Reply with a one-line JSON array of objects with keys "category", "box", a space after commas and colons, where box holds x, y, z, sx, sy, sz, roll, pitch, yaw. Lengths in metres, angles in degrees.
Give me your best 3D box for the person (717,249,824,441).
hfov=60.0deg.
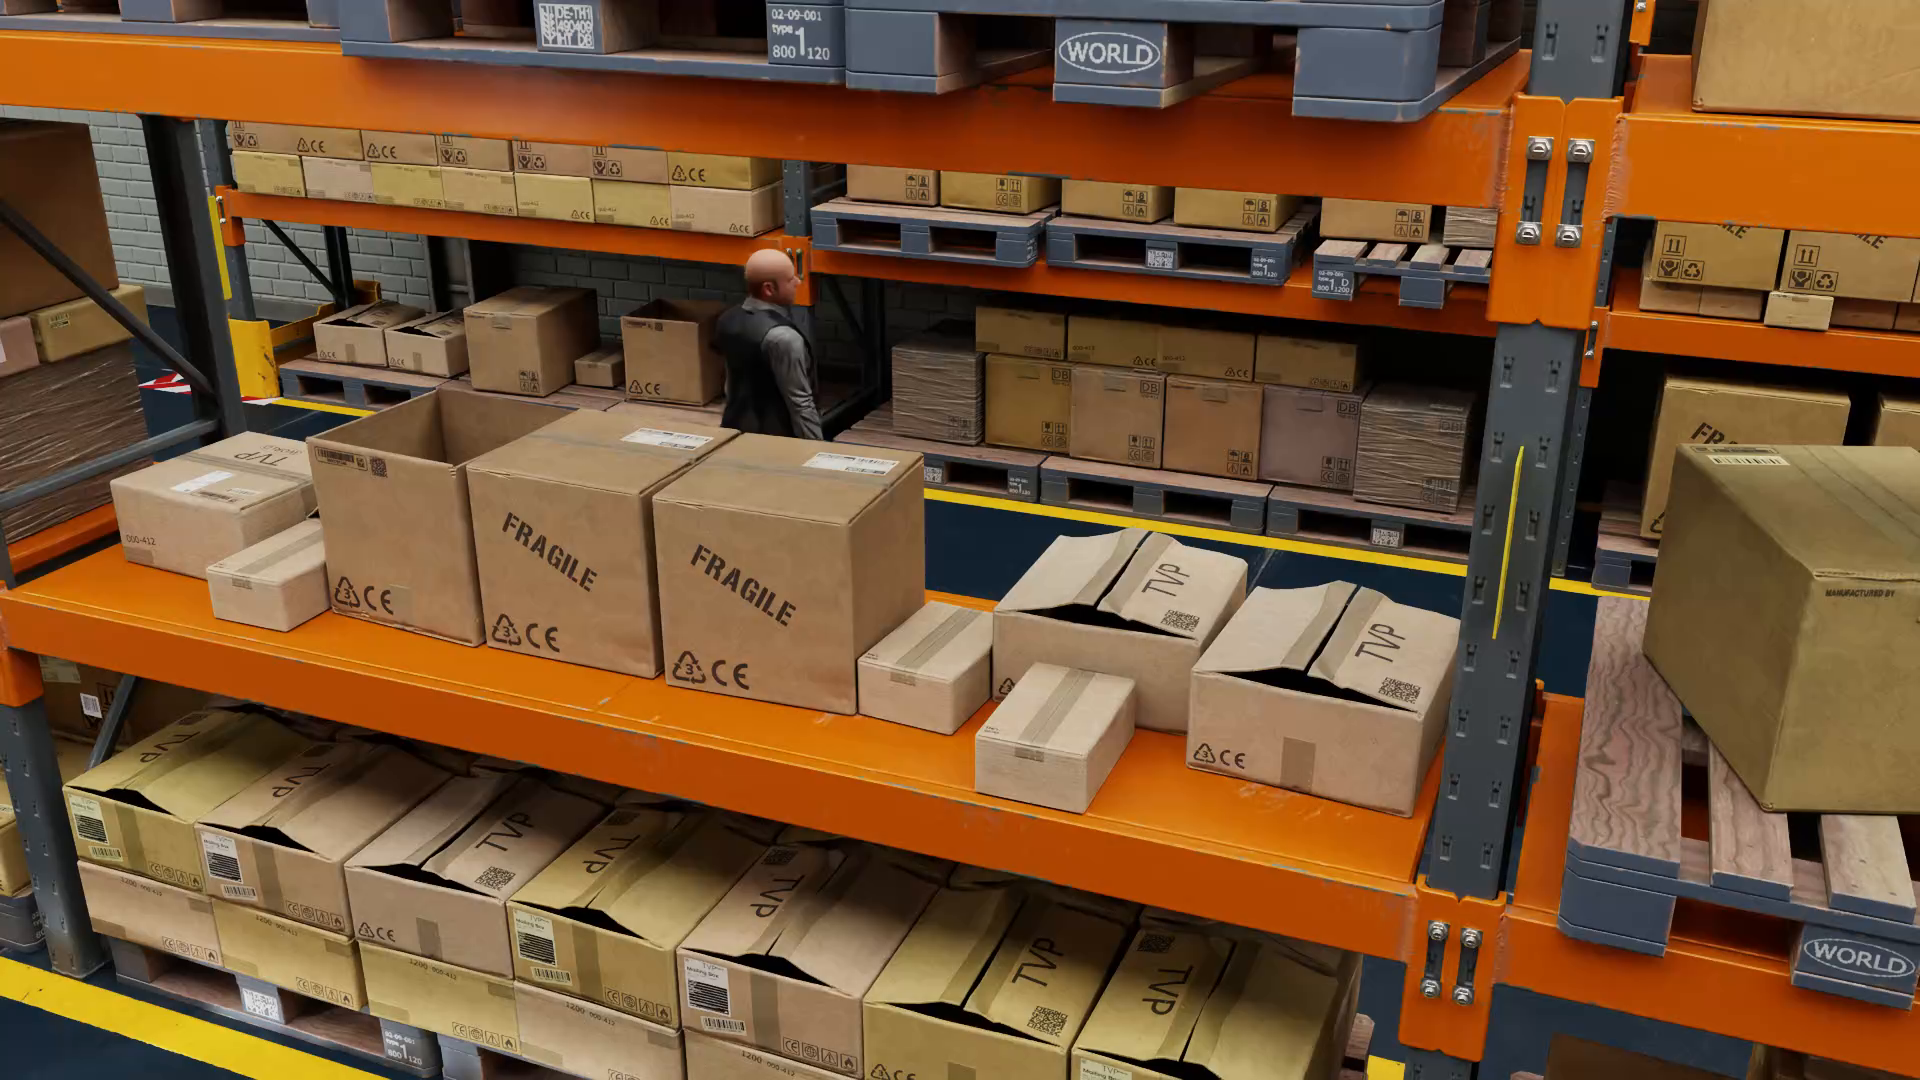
[{"category": "person", "box": [-0.733, -0.377, 6.984, 0.625, 1.718, 0.578, 20, 30, 41]}]
